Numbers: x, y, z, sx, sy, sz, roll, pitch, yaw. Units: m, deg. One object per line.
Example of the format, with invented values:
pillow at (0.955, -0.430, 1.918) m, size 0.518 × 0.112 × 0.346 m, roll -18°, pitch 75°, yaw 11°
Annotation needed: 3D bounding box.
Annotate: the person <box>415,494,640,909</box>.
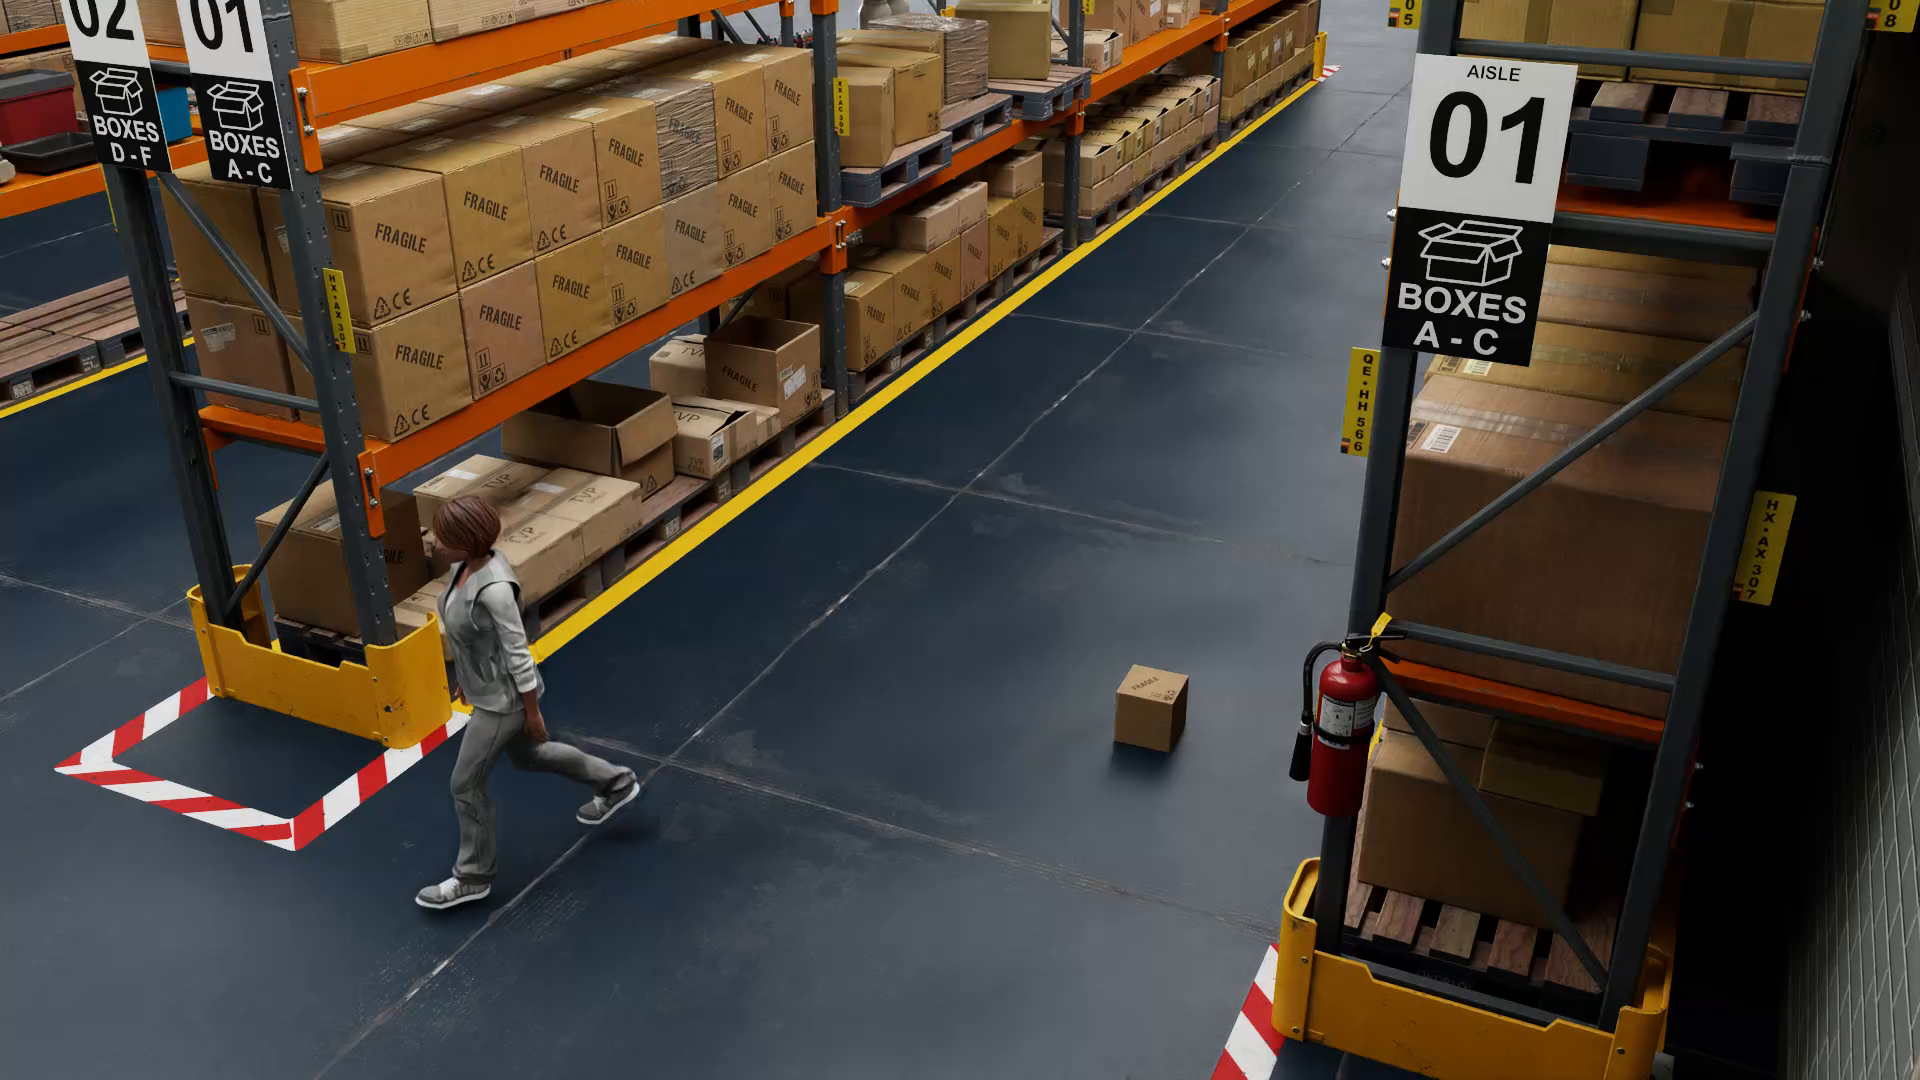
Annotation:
person at (-1.637, 0.535, 6.036) m, size 0.899 × 1.552 × 0.422 m, roll -11°, pitch 29°, yaw -22°
